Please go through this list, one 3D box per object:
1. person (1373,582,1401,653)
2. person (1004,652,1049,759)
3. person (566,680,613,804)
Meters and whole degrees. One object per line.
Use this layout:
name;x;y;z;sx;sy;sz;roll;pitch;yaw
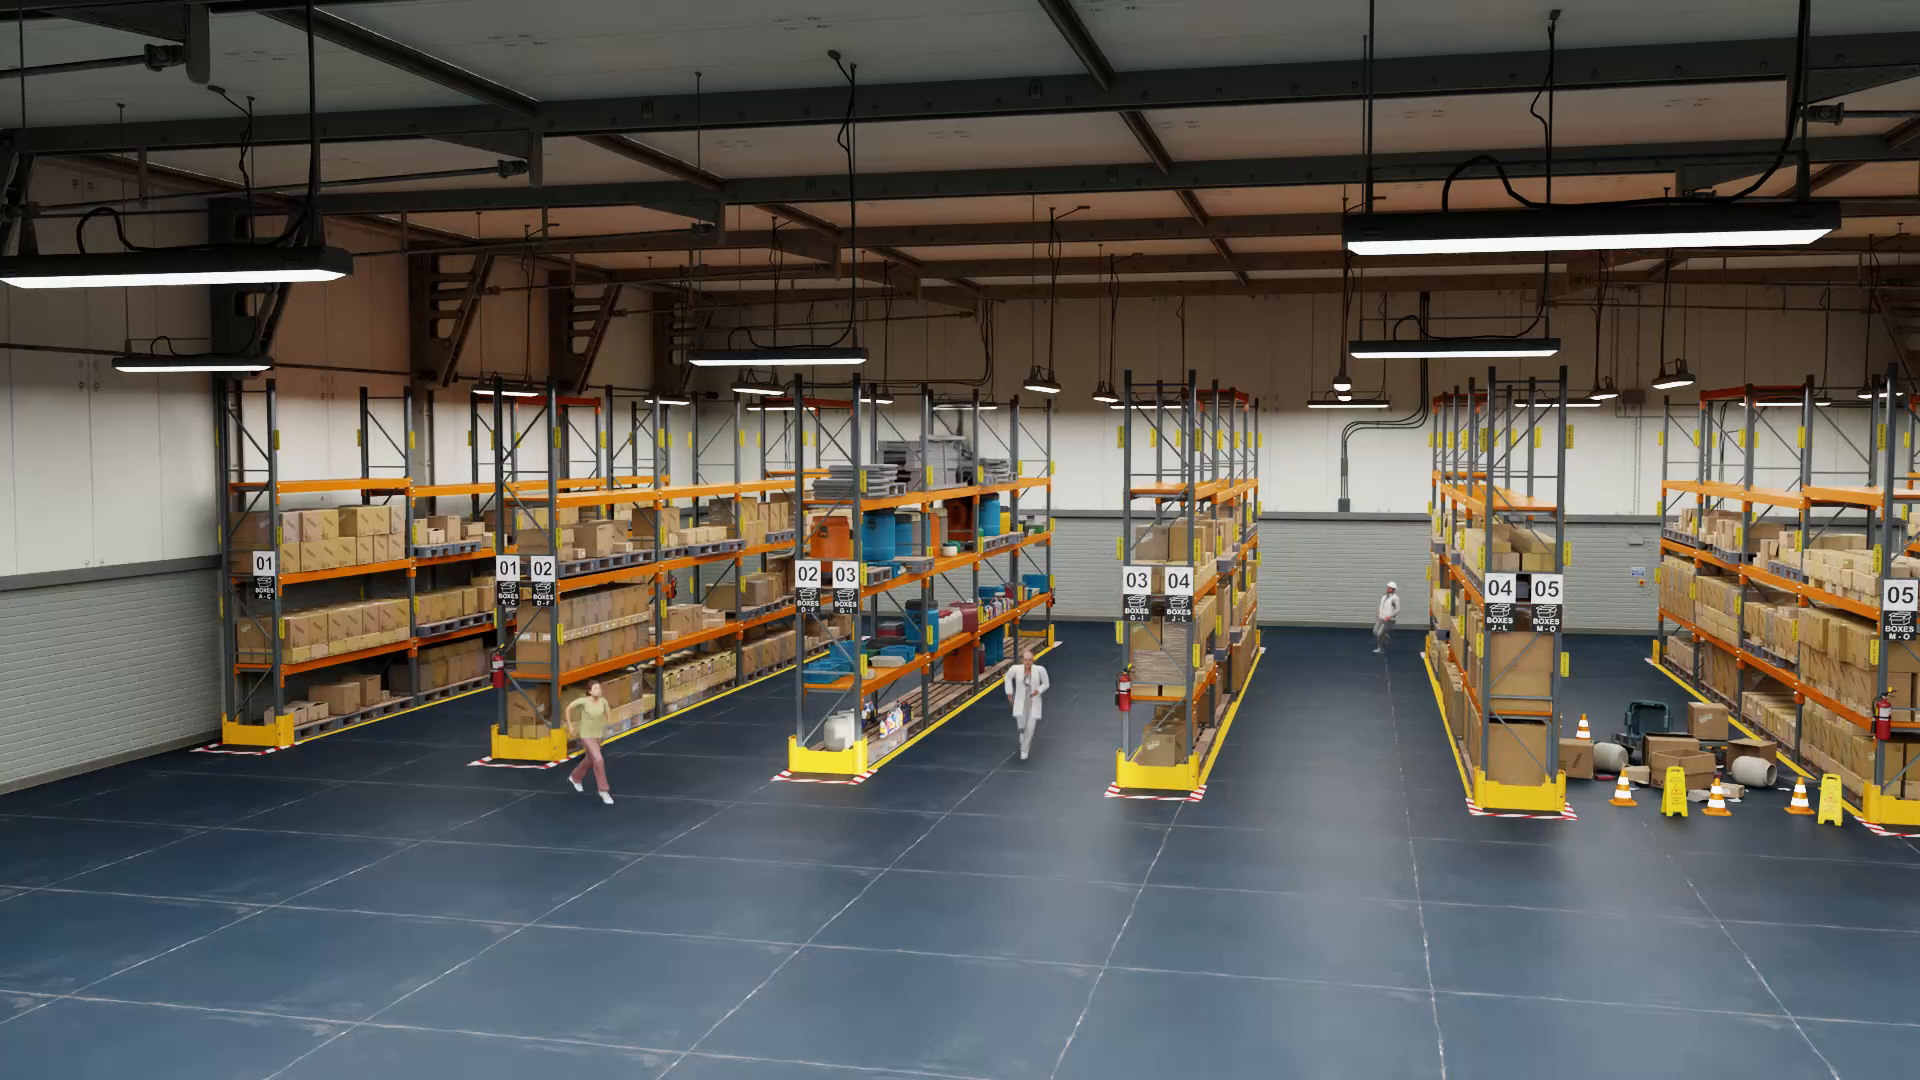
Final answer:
person;9.996;1.822;38.891;0.536;1.698;0.683;-2;4;-28
person;1.053;2.593;26.180;0.698;1.707;0.781;0;3;0
person;-5.153;2.782;23.175;0.965;1.694;0.599;3;5;43
